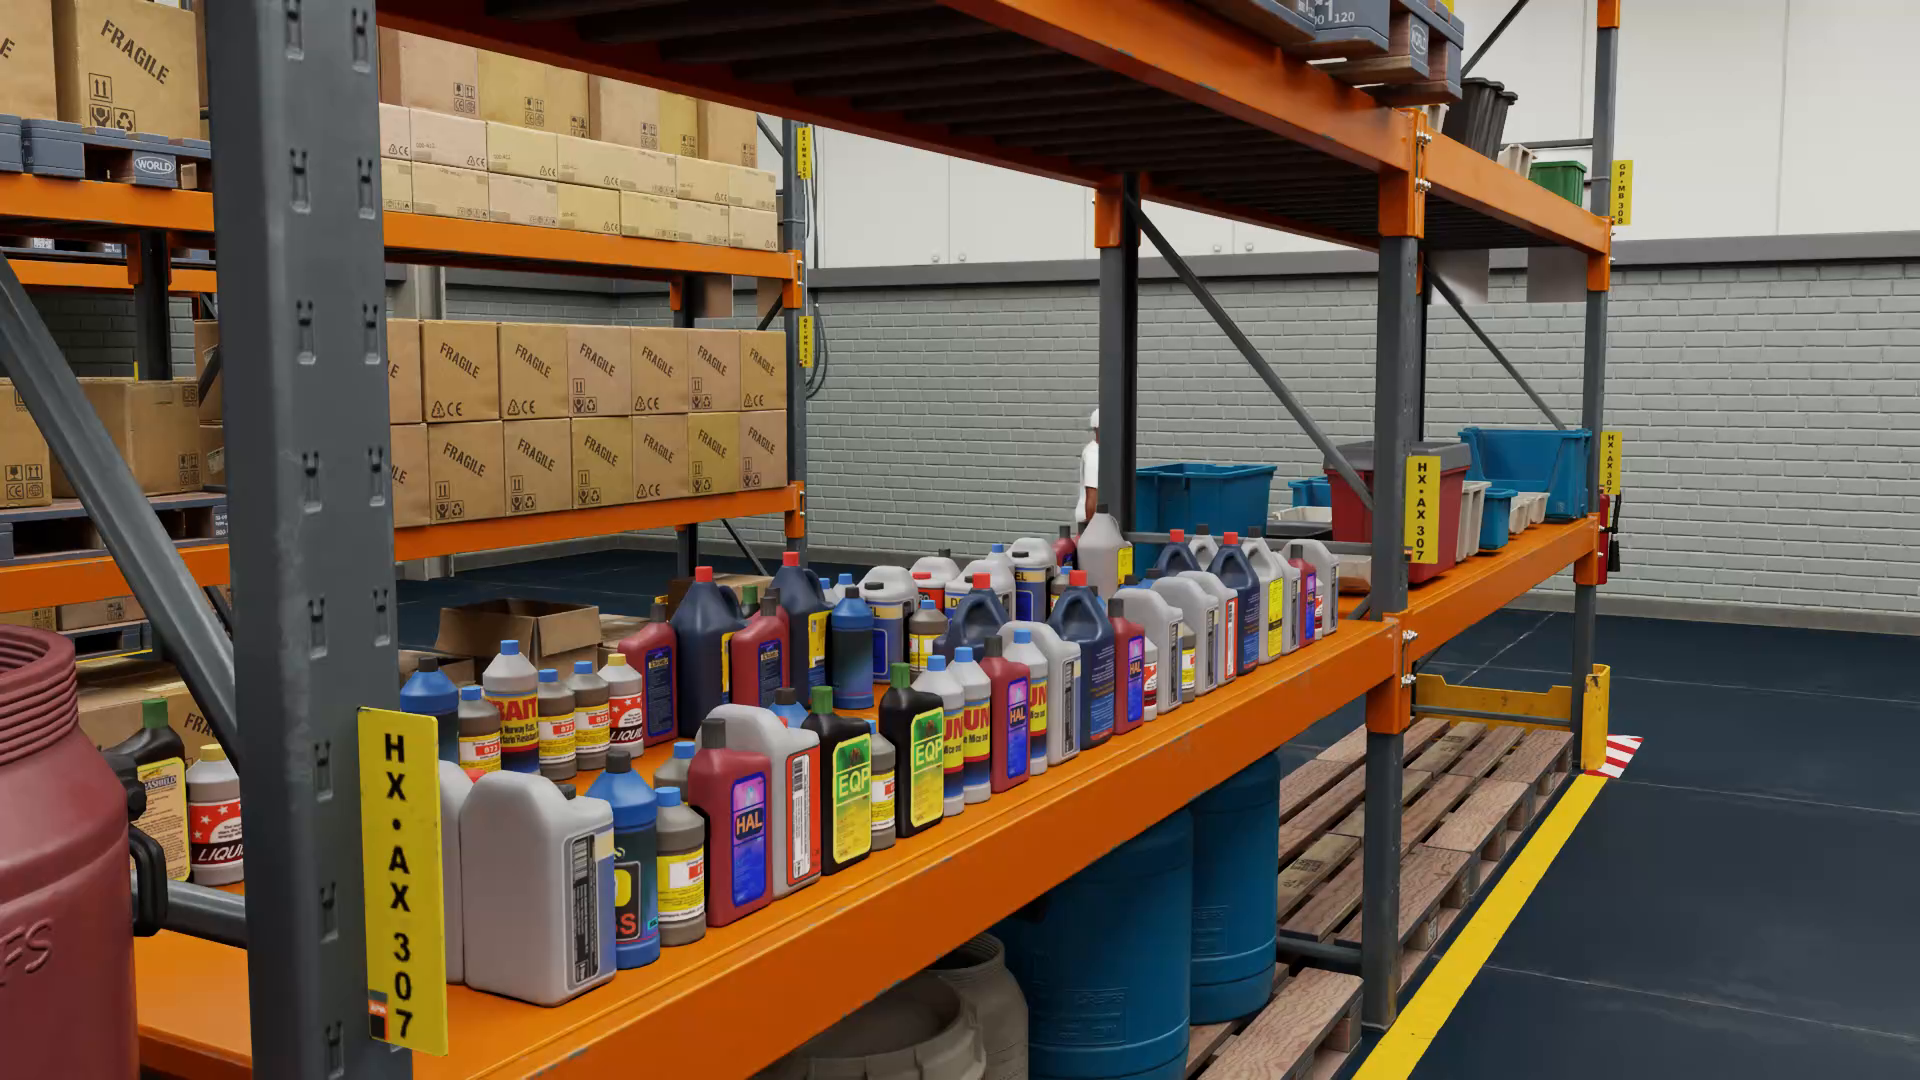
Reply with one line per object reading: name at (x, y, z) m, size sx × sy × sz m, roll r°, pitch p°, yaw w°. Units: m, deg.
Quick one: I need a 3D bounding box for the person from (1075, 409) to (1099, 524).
person at (0.999, -0.134, 12.820) m, size 0.572 × 1.762 × 0.624 m, roll 1°, pitch 6°, yaw 7°
